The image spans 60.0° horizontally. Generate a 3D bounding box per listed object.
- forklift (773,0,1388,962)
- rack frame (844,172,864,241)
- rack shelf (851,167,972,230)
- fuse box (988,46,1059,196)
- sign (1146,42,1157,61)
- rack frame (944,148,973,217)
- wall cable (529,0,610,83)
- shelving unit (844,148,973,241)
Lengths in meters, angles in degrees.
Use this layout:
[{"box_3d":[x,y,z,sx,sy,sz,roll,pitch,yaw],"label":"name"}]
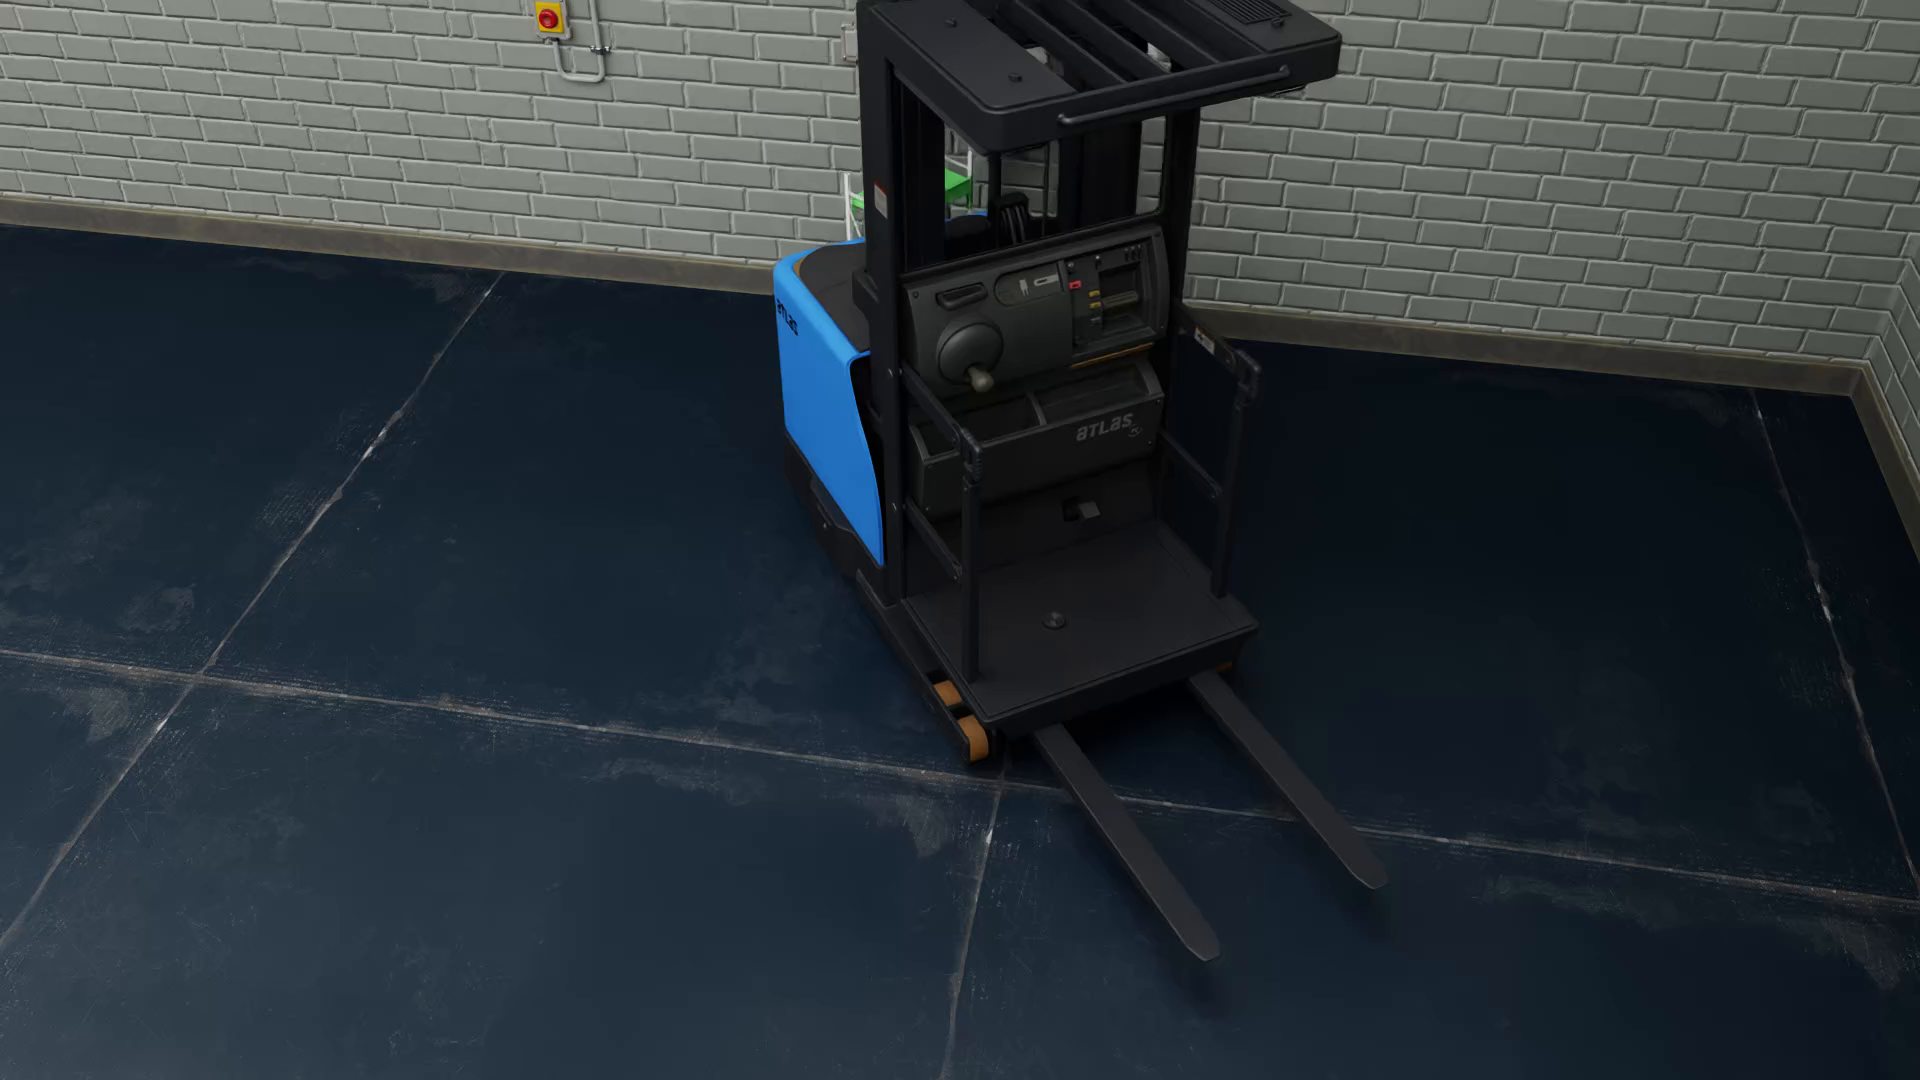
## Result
[{"box_3d":[0.362,-0.675,5.266,1.130,2.935,3.031,-17,43,-20],"label":"forklift"},{"box_3d":[-0.369,-0.953,6.961,0.240,1.200,0.015,30,48,31],"label":"rack frame"},{"box_3d":[-0.204,-1.389,6.835,0.258,0.148,0.480,30,48,31],"label":"rack shelf"},{"box_3d":[0.159,-1.629,7.377,0.539,1.711,0.414,6,40,8],"label":"fuse box"},{"box_3d":[0.681,-2.164,7.088,0.329,0.494,0.001,6,40,8],"label":"sign"},{"box_3d":[-0.040,-1.183,7.239,0.240,1.200,0.015,30,48,31],"label":"rack frame"},{"box_3d":[-1.885,-2.852,7.024,0.585,1.953,0.123,6,40,8],"label":"wall cable"},{"box_3d":[-0.204,-1.068,7.100,0.258,1.200,0.503,30,48,31],"label":"shelving unit"}]
